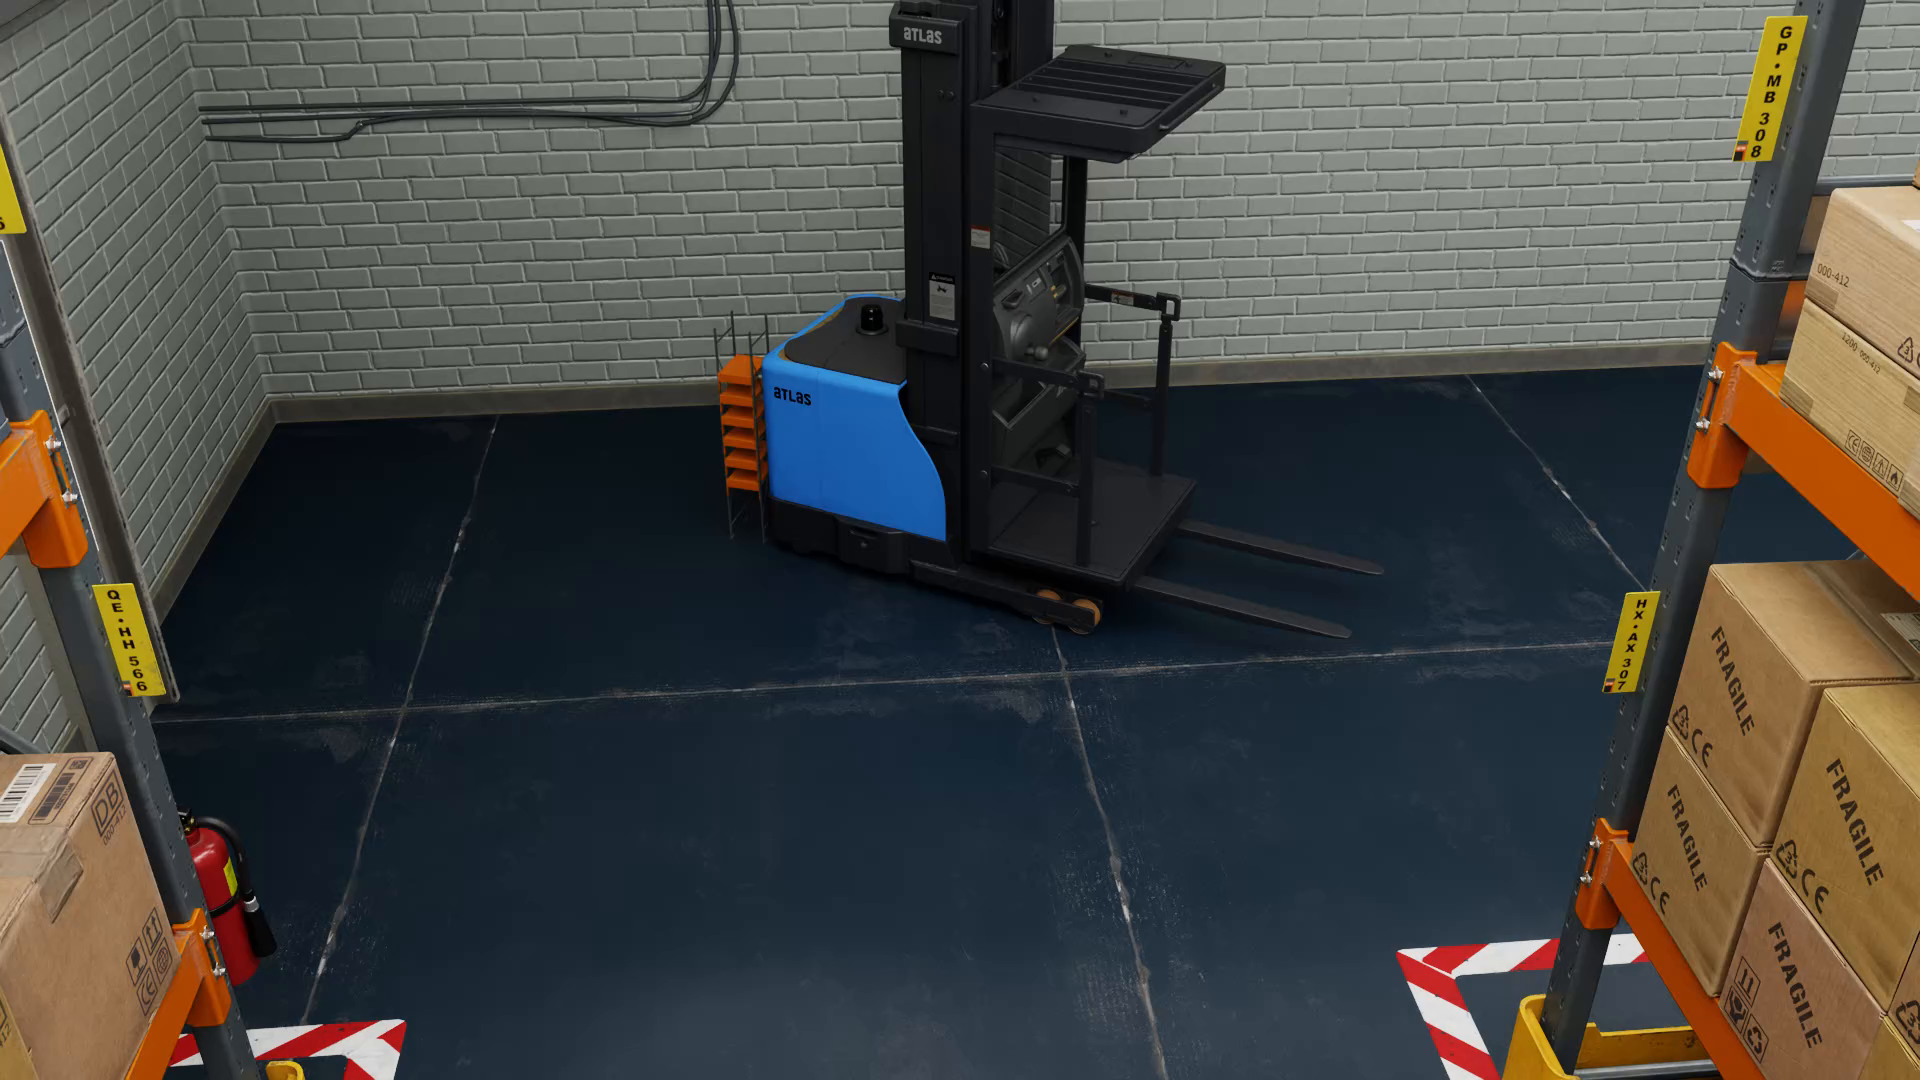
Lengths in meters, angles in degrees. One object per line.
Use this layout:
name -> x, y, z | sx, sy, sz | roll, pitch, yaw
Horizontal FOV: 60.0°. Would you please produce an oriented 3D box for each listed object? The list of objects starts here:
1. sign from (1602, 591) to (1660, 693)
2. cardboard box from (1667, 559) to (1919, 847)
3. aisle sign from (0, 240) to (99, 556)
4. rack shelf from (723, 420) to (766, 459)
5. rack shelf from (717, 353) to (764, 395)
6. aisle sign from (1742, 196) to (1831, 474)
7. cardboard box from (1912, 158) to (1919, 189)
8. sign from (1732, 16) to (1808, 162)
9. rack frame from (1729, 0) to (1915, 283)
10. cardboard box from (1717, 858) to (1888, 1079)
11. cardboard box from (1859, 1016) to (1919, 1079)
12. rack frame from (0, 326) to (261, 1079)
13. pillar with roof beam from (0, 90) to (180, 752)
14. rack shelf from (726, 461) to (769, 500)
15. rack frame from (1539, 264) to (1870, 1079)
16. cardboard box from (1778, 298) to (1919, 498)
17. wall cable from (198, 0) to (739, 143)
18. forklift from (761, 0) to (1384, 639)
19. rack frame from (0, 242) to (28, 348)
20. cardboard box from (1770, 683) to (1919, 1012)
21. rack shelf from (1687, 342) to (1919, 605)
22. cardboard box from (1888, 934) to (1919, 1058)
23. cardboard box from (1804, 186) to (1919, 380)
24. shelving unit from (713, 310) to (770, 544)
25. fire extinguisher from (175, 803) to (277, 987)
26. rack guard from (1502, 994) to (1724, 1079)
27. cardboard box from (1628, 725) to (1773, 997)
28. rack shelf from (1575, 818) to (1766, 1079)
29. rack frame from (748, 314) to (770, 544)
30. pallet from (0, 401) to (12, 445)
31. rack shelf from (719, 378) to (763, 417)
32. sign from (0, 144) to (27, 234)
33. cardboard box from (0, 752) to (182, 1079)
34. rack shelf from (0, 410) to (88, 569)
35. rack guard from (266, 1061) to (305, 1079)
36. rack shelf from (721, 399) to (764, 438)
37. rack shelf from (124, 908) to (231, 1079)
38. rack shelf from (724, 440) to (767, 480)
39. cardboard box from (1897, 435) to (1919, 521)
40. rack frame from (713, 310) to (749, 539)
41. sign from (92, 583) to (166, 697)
sign -> 1.824, 0.280, 4.512 | 0.100, 0.325, 0.005 | -3, 31, -5
cardboard box -> 2.143, 0.392, 4.096 | 0.500, 0.500, 0.500 | -2, 31, -3
aisle sign -> -2.276, -0.303, 3.797 | 0.394, 0.787, 0.004 | -3, 31, -5
rack shelf -> -1.085, -0.528, 8.550 | 0.180, 0.103, 0.258 | 8, 32, 13
rack shelf -> -1.085, -0.837, 8.365 | 0.180, 0.103, 0.258 | 8, 32, 13
aisle sign -> 2.065, -0.512, 4.146 | 0.394, 0.787, 0.004 | -3, 31, -5
cardboard box -> 2.428, -0.873, 3.289 | 0.700, 0.500, 0.500 | -3, 31, -5
sign -> 1.824, -1.012, 3.741 | 0.100, 0.325, 0.005 | -3, 31, -5
rack frame -> 2.364, -1.950, 3.240 | 1.000, 3.000, 0.127 | -3, 31, -5
cardboard box -> 2.196, 1.085, 3.911 | 0.500, 0.500, 0.500 | -3, 31, -5
cardboard box -> 2.240, 1.341, 3.482 | 0.500, 0.500, 0.500 | -3, 31, -5
rack frame -> -2.568, 0.864, 4.378 | 1.000, 3.000, 0.127 | -3, 31, -5
pillar with roof beam -> 0.605, -3.254, 5.423 | 9.100, 9.000, 0.400 | -3, 31, -5
rack shelf -> -1.085, -0.322, 8.673 | 0.180, 0.103, 0.258 | 8, 32, 13
rack frame -> 2.364, 0.625, 4.778 | 1.000, 3.000, 0.127 | -3, 31, -5
cardboard box -> 2.159, -0.324, 3.588 | 0.500, 0.250, 0.500 | -3, 31, -5
wall cable -> -2.740, -3.283, 8.499 | 3.097, 2.526, 0.112 | -3, 31, -5
forklift -> 0.559, -1.117, 7.762 | 3.031, 2.935, 1.130 | 14, 34, 22
rack frame -> -2.568, -1.711, 2.839 | 1.000, 3.000, 0.127 | -3, 31, -5
cardboard box -> 2.199, 0.659, 3.649 | 0.500, 0.500, 0.500 | -2, 31, -4
rack shelf -> 2.551, 0.667, 2.484 | 1.077, 0.370, 4.000 | -3, 31, -5
cardboard box -> 2.241, 0.914, 3.221 | 0.500, 0.500, 0.500 | -2, 31, -4
cardboard box -> 2.153, -0.538, 3.459 | 0.500, 0.250, 0.500 | -3, 31, -5
shelving unit -> -1.085, -0.566, 8.527 | 0.189, 1.200, 0.258 | 8, 32, 13
fire extinguisher -> -2.122, 0.959, 4.659 | 0.296, 0.674, 0.183 | -3, 31, -5
rack guard -> 2.371, 1.737, 5.354 | 1.175, 0.500, 0.348 | -3, 31, -5
cardboard box -> 2.143, 0.821, 4.352 | 0.500, 0.500, 0.500 | -2, 31, -4
rack shelf -> 2.551, 1.955, 3.253 | 1.077, 0.370, 4.000 | -3, 31, -5
rack frame -> -0.997, -0.553, 8.506 | 0.006, 1.200, 0.240 | 8, 32, 13
pallet -> -2.488, -0.007, 2.998 | 1.003, 0.211, 1.213 | -3, 31, -5
rack shelf -> -1.085, -0.734, 8.427 | 0.180, 0.103, 0.258 | 8, 32, 13
sign -> -2.026, -0.788, 3.433 | 0.100, 0.325, 0.005 | -3, 31, -5
cardboard box -> -2.510, 0.996, 3.866 | 0.980, 0.700, 0.700 | -1, 31, -2
rack shelf -> -2.381, 0.907, 2.083 | 1.077, 0.370, 4.000 | -3, 31, -5
rack guard -> -2.570, 1.925, 5.039 | 1.175, 0.500, 0.348 | -3, 31, -5
rack shelf -> -1.085, -0.631, 8.488 | 0.180, 0.103, 0.258 | 8, 32, 13
rack shelf -> -2.381, 2.194, 2.853 | 1.077, 0.370, 4.000 | -3, 31, -5
rack shelf -> -1.085, -0.425, 8.611 | 0.180, 0.103, 0.258 | 8, 32, 13
cardboard box -> 2.193, -0.068, 3.159 | 0.500, 0.250, 0.500 | -3, 31, -5
rack frame -> -1.173, -0.578, 8.548 | 0.006, 1.200, 0.240 | 8, 32, 13
sign -> -2.026, 0.247, 4.052 | 0.100, 0.325, 0.005 | -3, 31, -5
